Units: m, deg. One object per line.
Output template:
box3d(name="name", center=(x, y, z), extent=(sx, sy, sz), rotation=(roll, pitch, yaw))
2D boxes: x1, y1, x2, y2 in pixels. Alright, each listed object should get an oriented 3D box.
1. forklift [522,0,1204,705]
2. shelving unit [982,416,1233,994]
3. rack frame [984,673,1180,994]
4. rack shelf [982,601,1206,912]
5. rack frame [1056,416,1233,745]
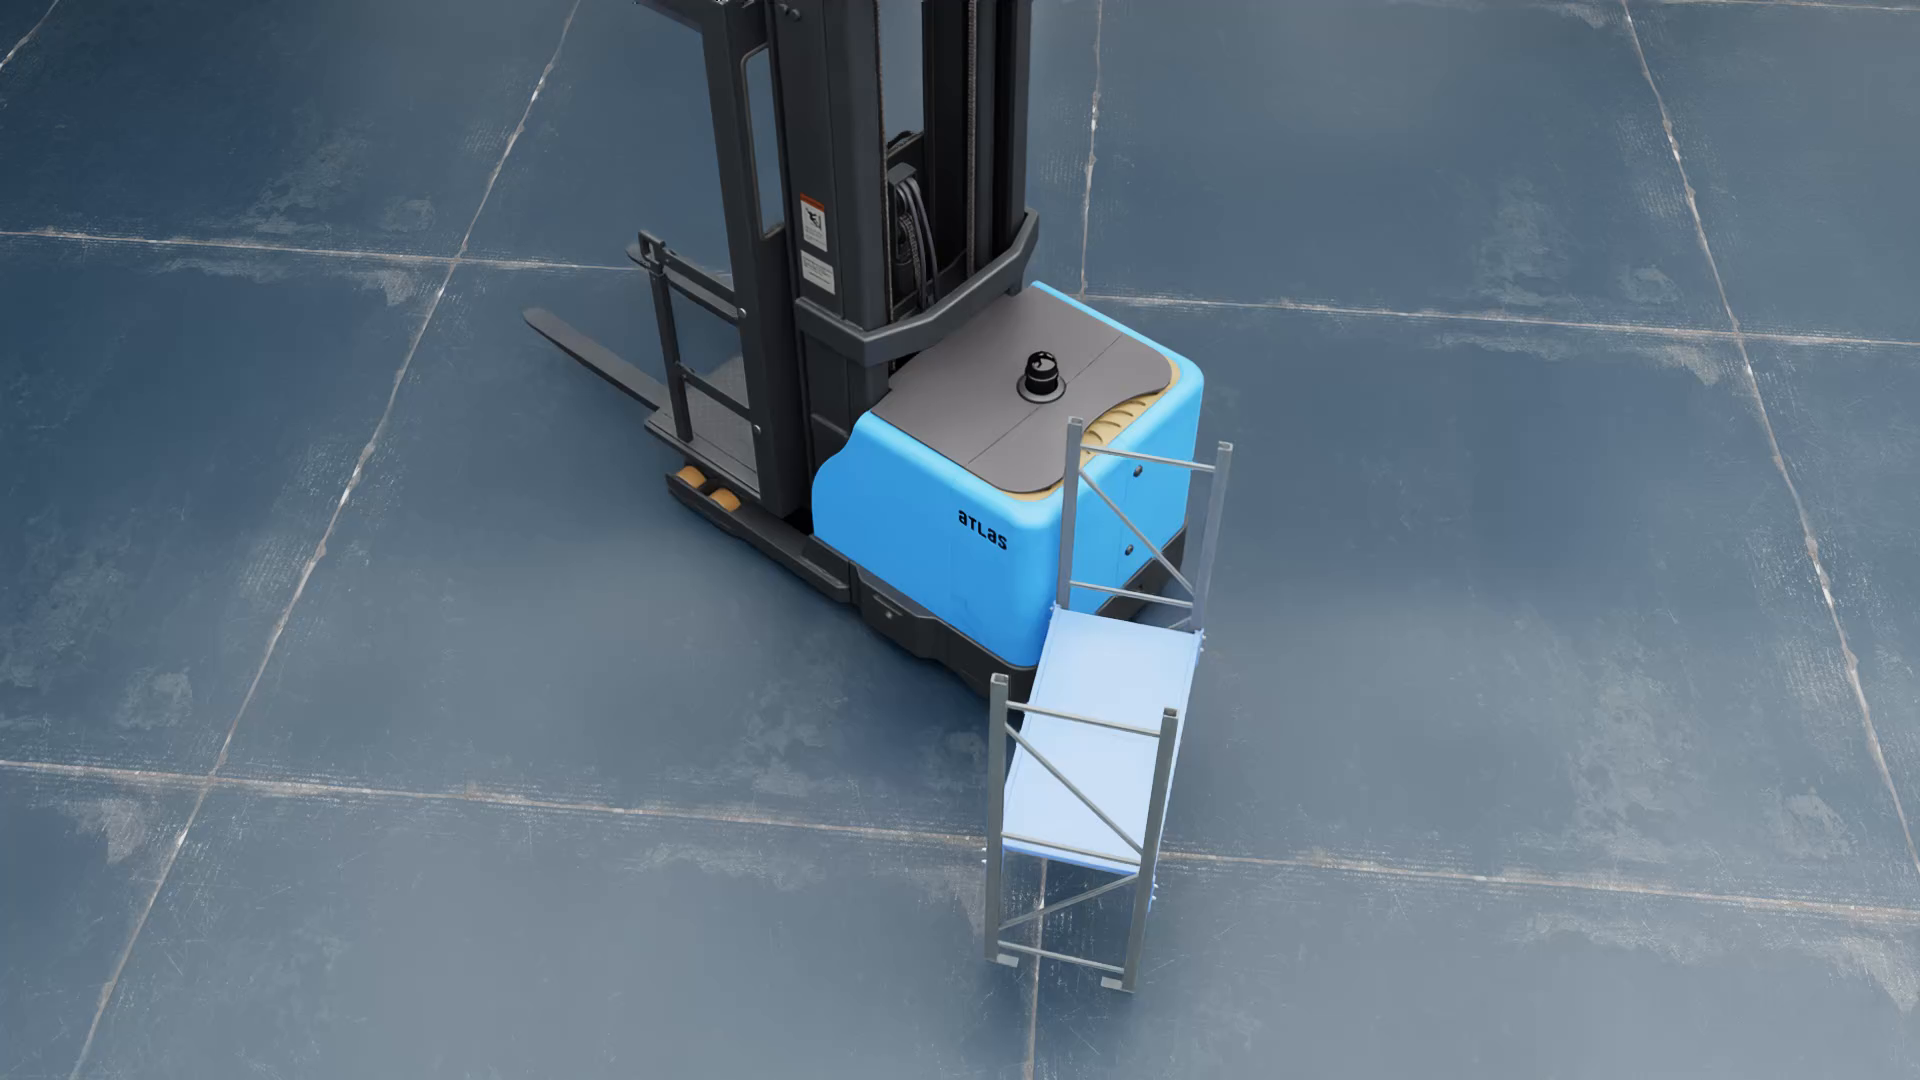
box3d(name="forklift", center=(-0.572, -1.303, 5.955), extent=(3.031, 2.935, 1.130), rotation=(32, 55, 26))
box3d(name="shelving unit", center=(0.449, 0.549, 5.232), extent=(0.538, 1.500, 1.048), rotation=(10, 48, 9))
box3d(name="rack frame", center=(0.326, 0.913, 4.899), extent=(0.500, 1.500, 0.032), rotation=(10, 48, 9))
box3d(name="rack shelf", center=(0.449, 0.670, 5.365), extent=(0.538, 0.185, 1.000), rotation=(10, 48, 9))
box3d(name="rack frame", center=(0.572, 0.185, 5.565), extent=(0.500, 1.500, 0.032), rotation=(10, 48, 9))
